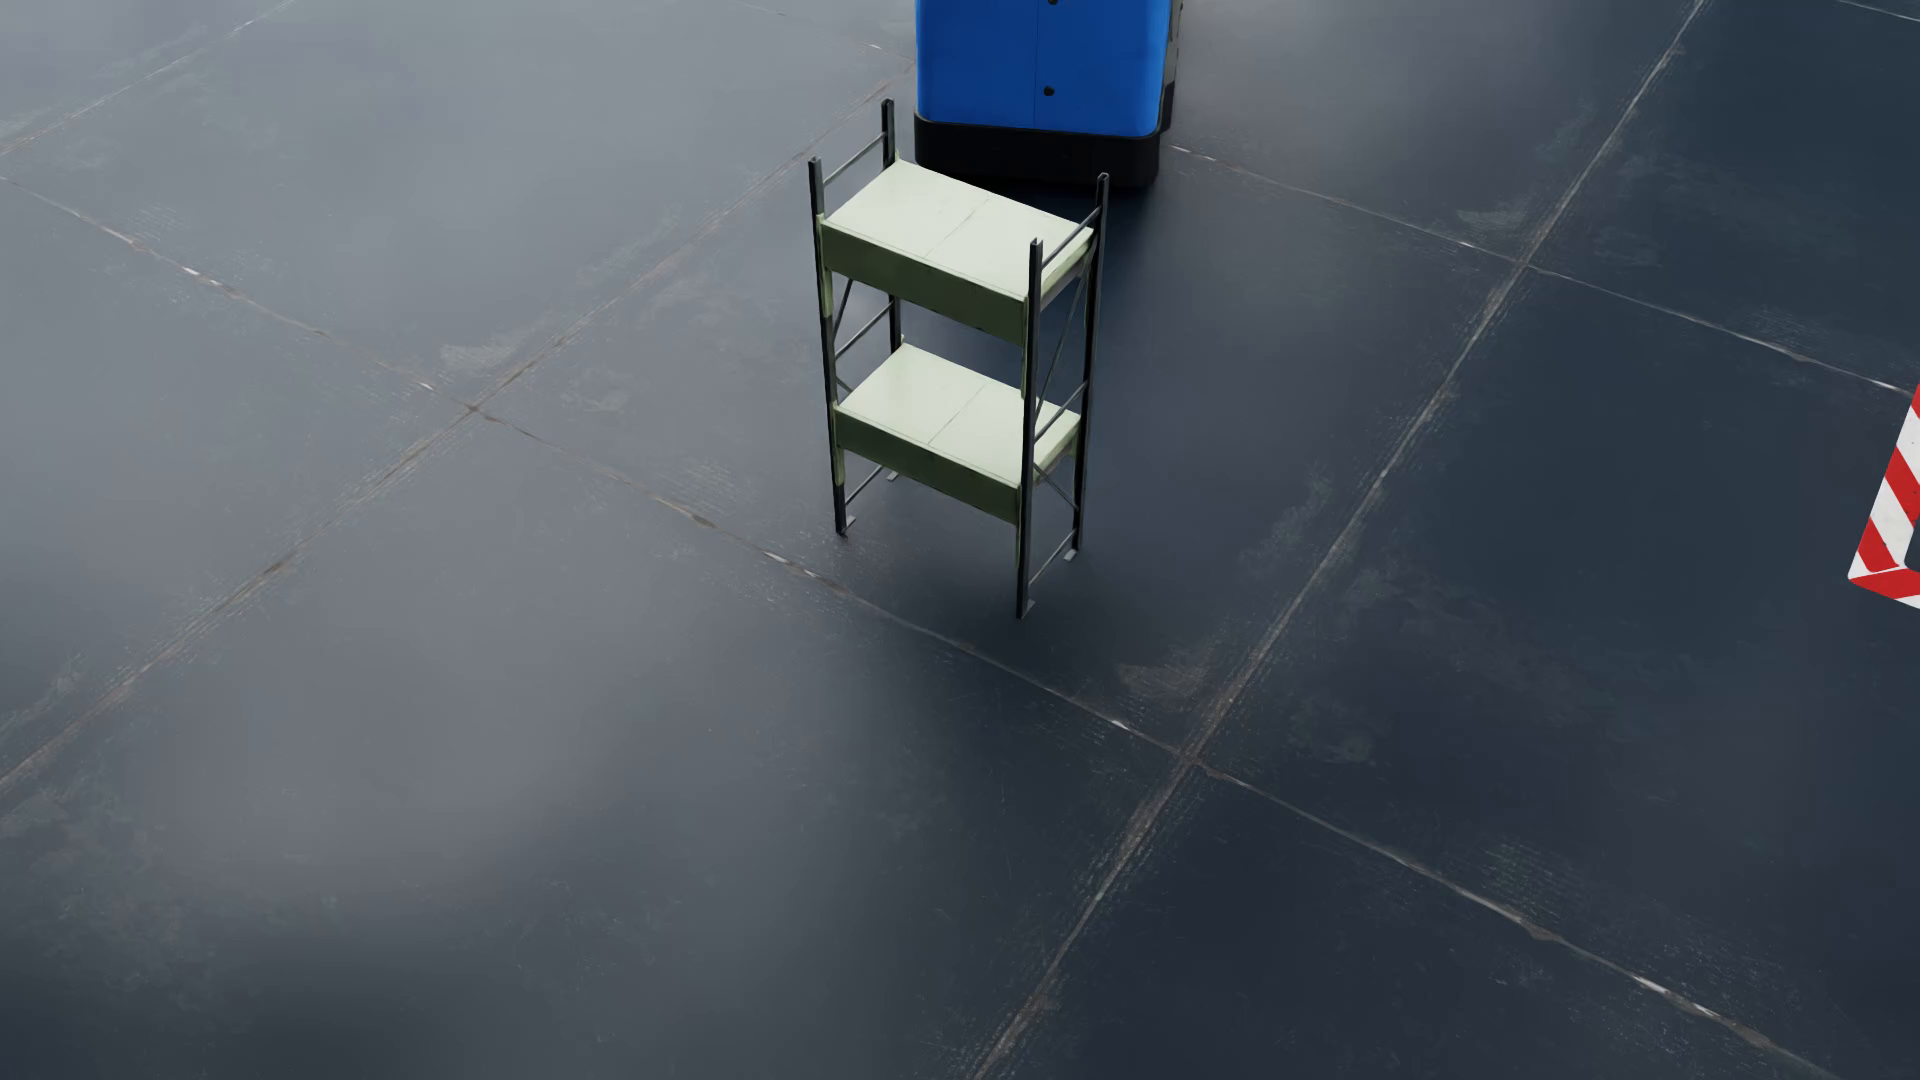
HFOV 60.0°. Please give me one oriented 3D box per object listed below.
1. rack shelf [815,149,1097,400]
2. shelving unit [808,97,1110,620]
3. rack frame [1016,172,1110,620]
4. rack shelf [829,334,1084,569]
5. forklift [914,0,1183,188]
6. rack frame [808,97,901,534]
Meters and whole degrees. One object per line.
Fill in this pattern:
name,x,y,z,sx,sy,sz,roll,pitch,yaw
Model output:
rack shelf,-0.006,-0.797,4.935,0.720,0.370,0.431,25,51,22
shelving unit,-0.006,-0.525,5.215,0.755,1.500,0.431,25,51,22
rack frame,0.302,-0.384,5.077,0.023,1.500,0.400,25,51,22
rack shelf,-0.006,-0.298,5.448,0.720,0.370,0.431,25,51,22
forklift,0.530,-3.597,7.202,1.130,2.935,3.031,6,46,6
rack frame,-0.314,-0.667,5.352,0.023,1.500,0.400,25,51,22
